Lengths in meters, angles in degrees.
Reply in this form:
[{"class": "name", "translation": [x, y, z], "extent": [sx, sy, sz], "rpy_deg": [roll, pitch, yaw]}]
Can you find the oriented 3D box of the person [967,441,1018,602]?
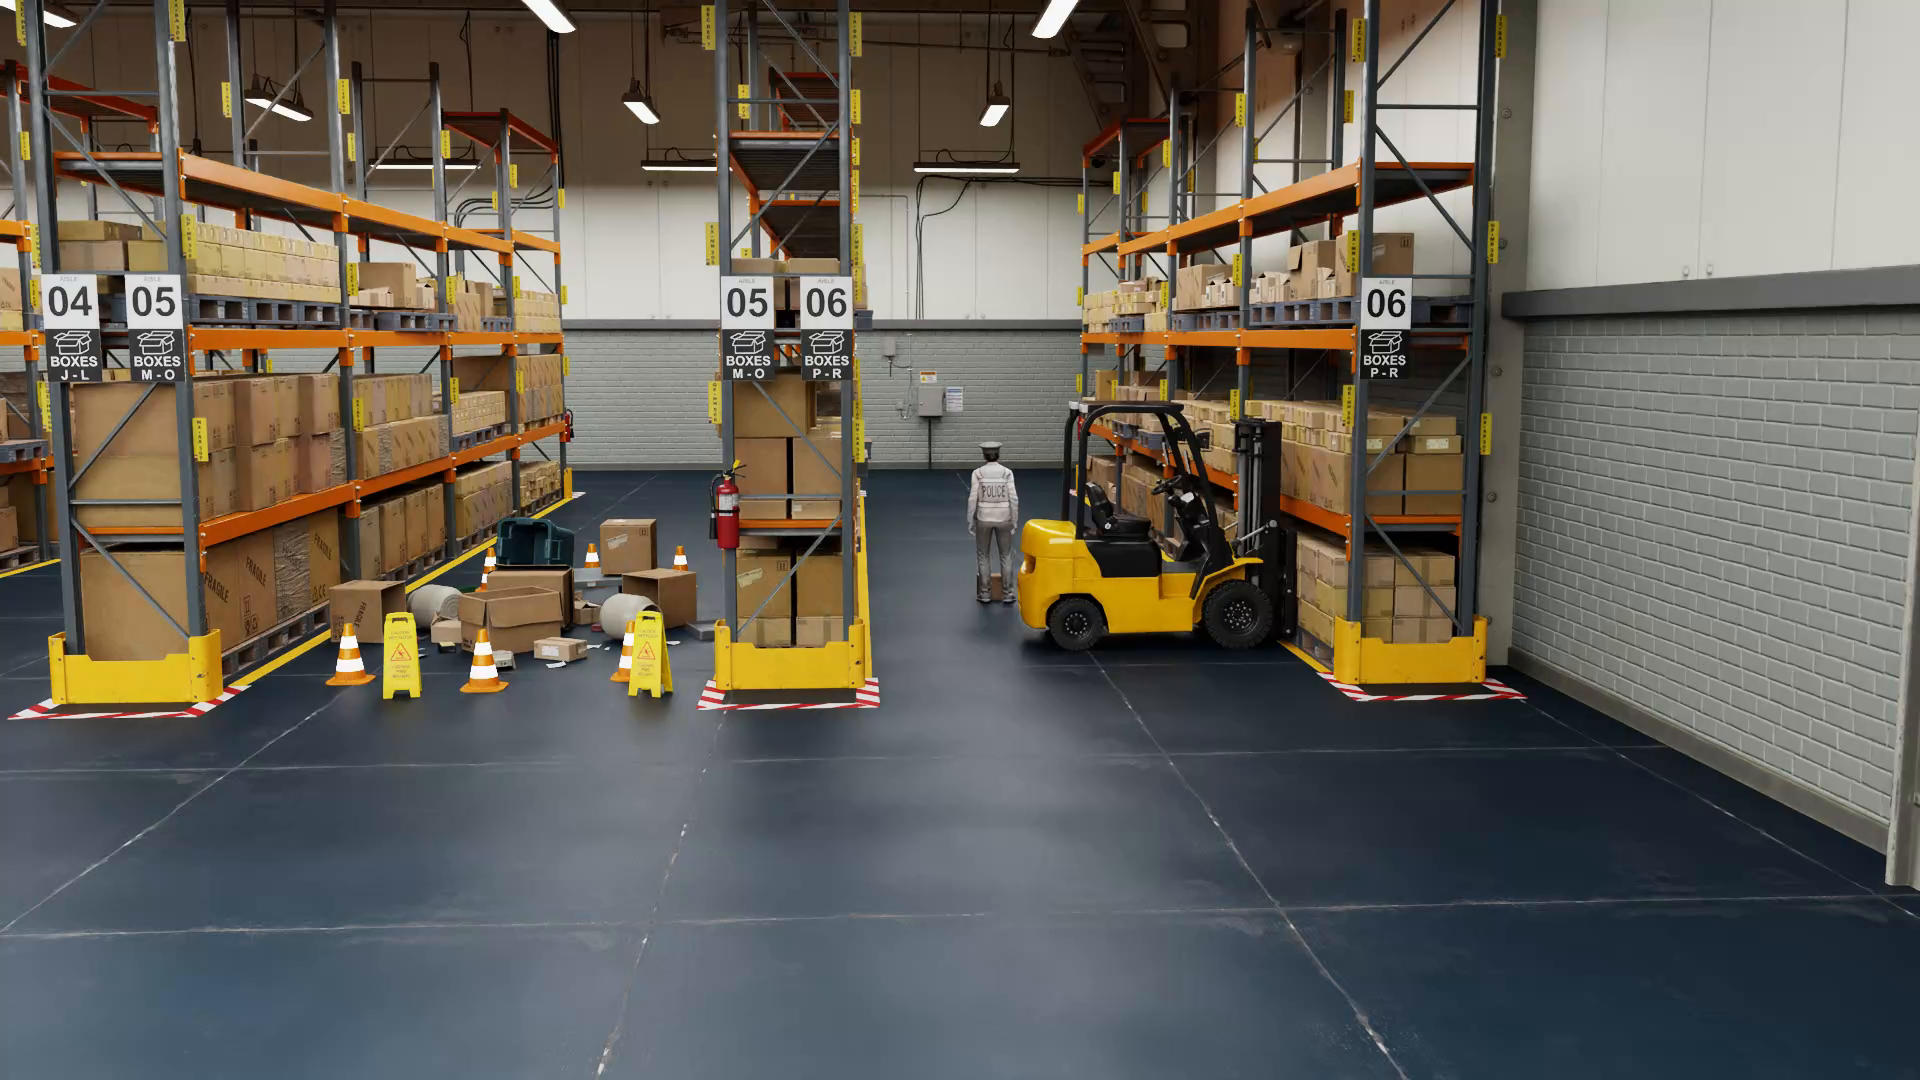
[{"class": "person", "translation": [0.340, -0.183, 17.233], "extent": [0.529, 1.663, 0.403], "rpy_deg": [0, 7, -3]}]
